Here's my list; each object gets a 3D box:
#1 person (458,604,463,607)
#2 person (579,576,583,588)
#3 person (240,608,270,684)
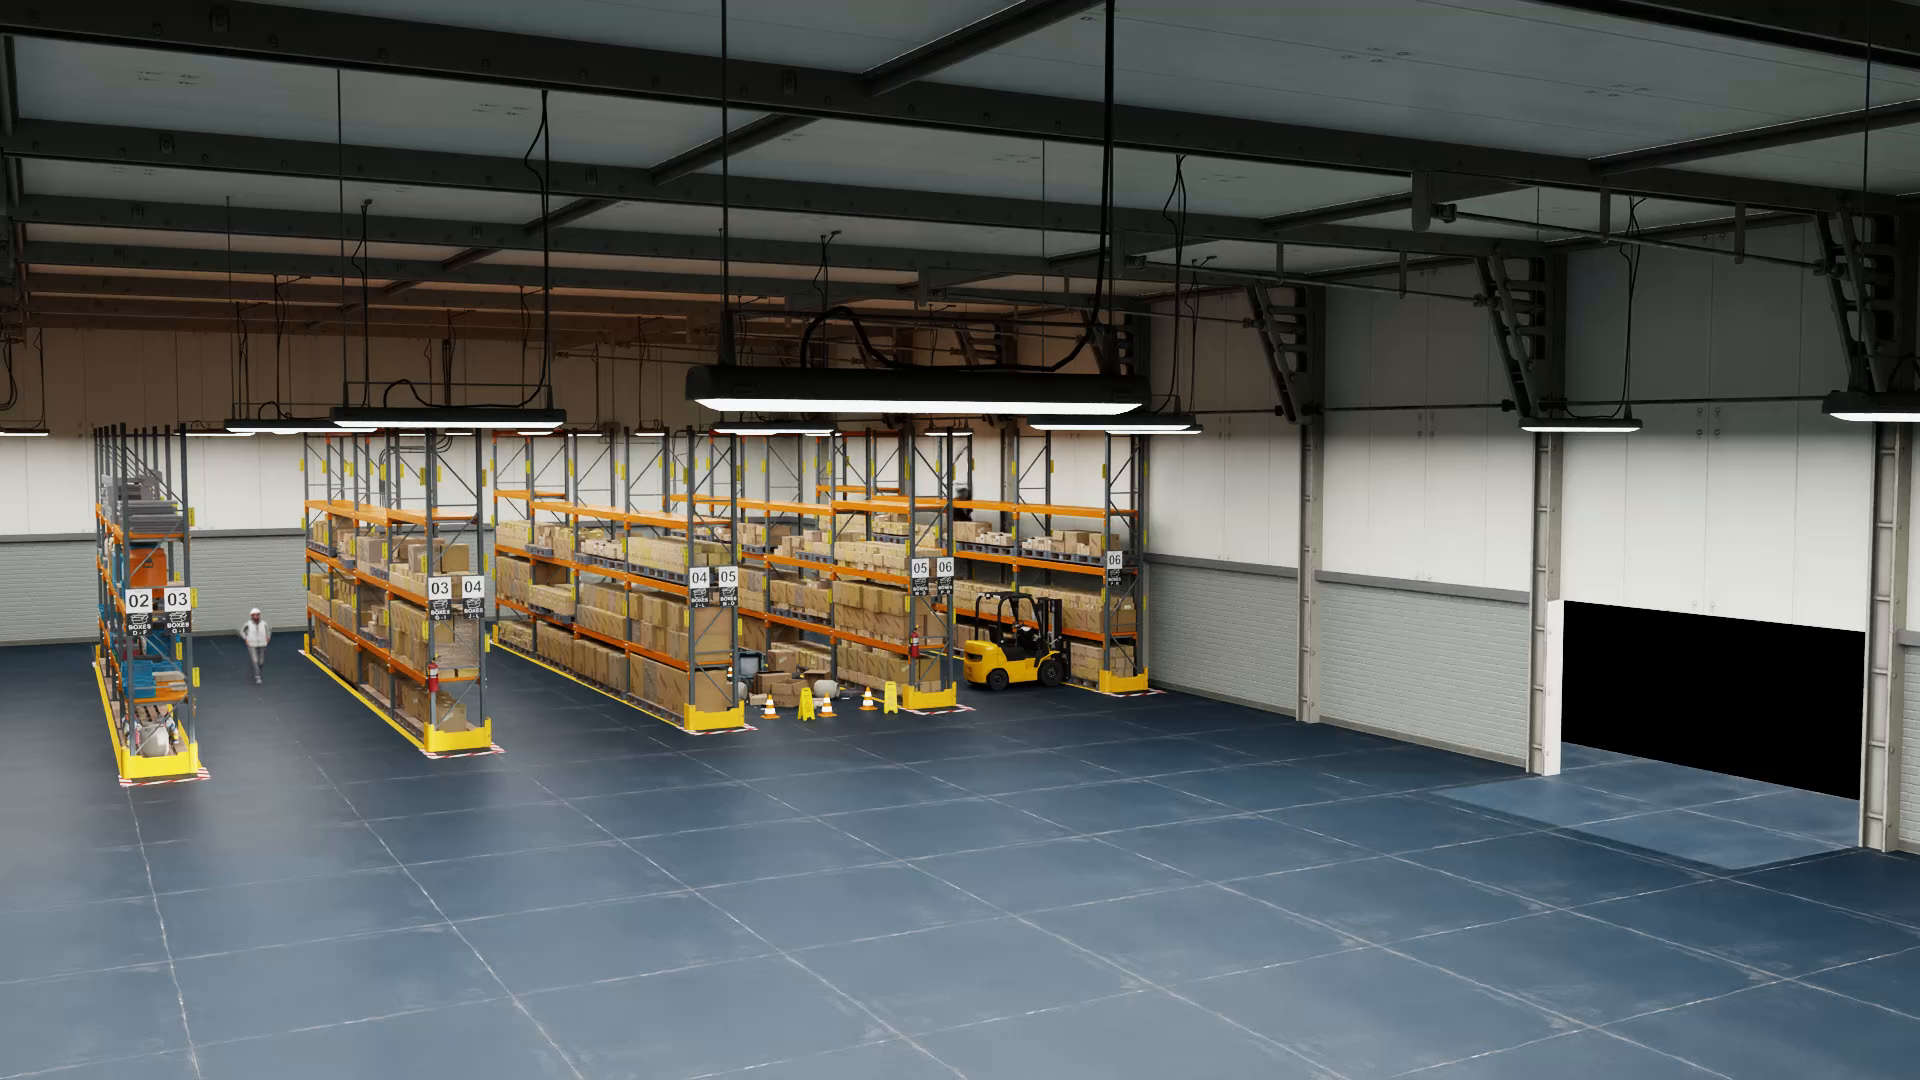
[{"bbox_3d":[-13.796,2.162,46.097,0.602,1.547,0.741,-1,4,-22],"label":"person"},{"bbox_3d":[-11.285,1.867,49.183,0.754,1.709,0.742,-2,4,-30],"label":"person"},{"bbox_3d":[-16.601,2.489,39.218,0.662,1.760,0.805,-2,4,-34],"label":"person"}]
